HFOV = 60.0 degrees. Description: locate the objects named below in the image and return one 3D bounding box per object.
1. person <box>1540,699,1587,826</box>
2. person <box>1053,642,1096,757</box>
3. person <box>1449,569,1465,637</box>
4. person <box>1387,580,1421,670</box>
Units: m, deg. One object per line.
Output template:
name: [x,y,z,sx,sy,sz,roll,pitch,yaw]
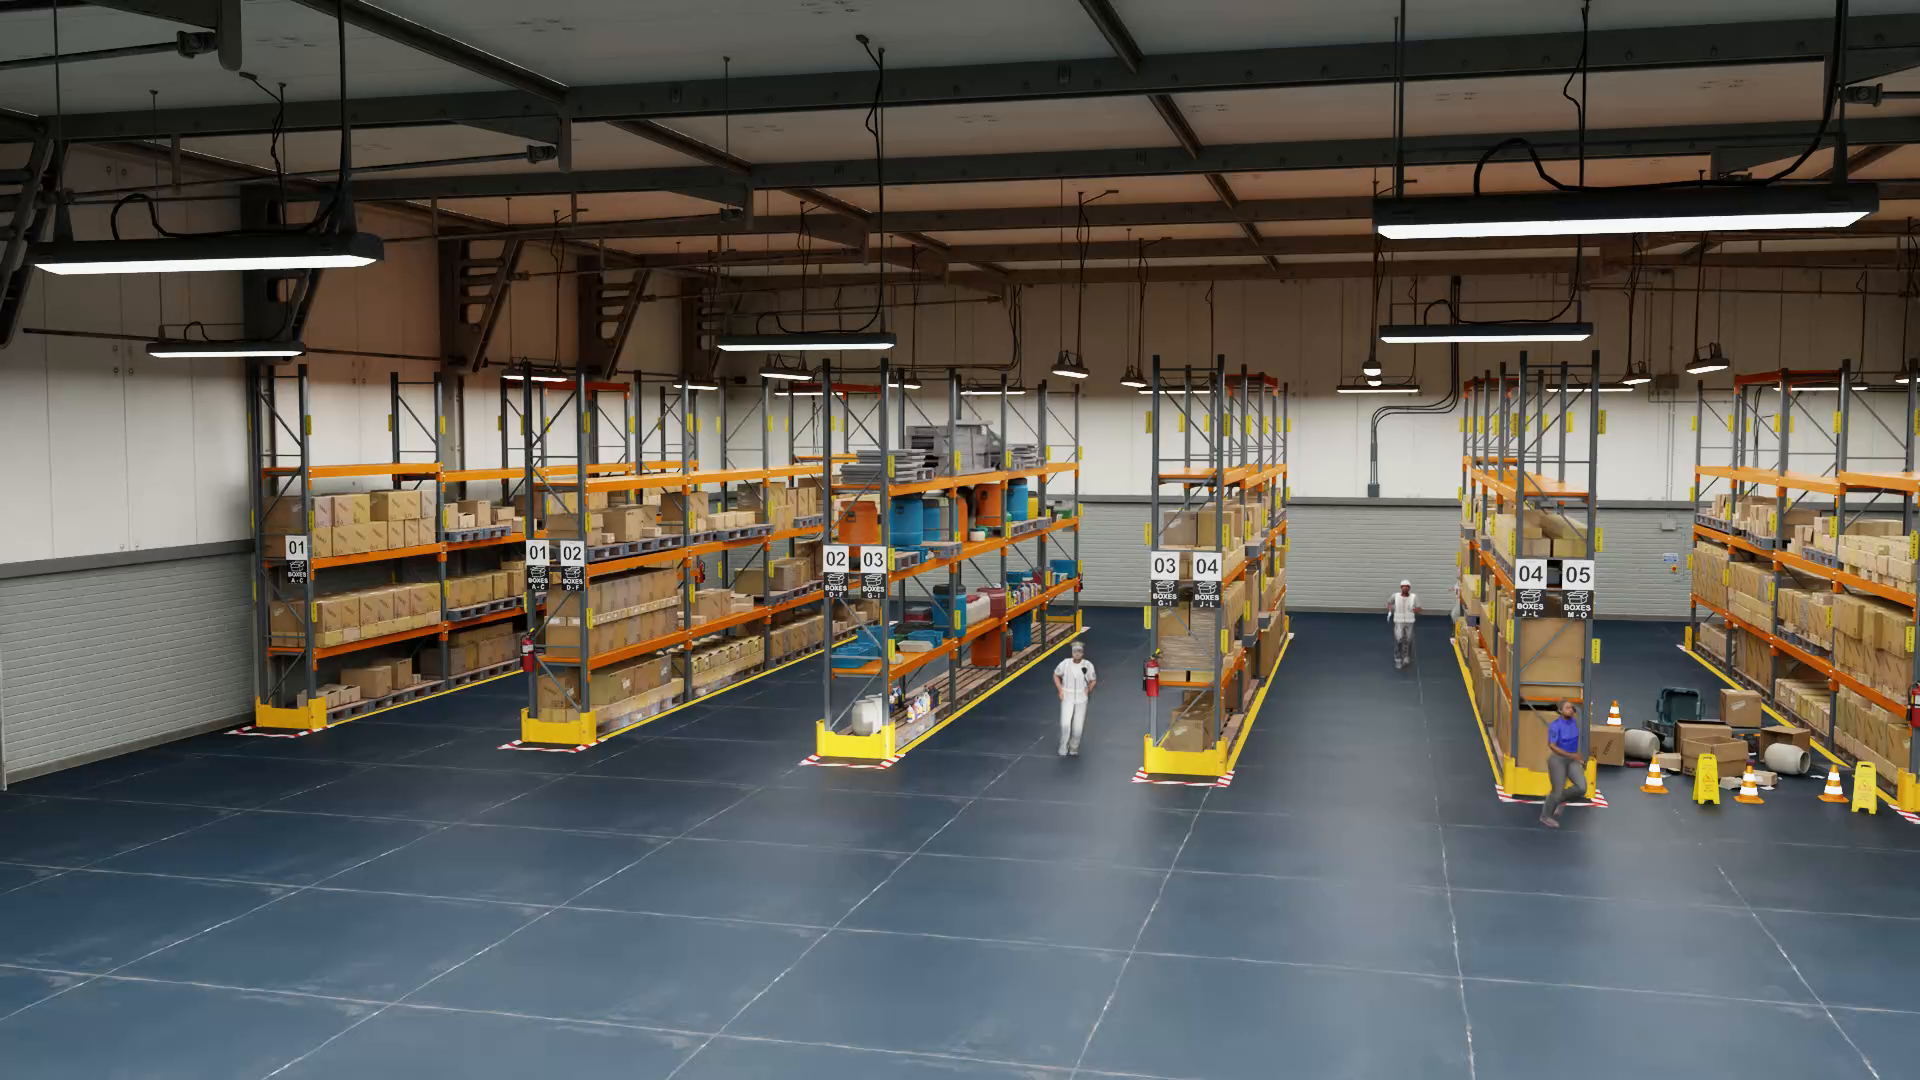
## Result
person: [7.543,2.774,20.657,0.601,1.610,0.678,-2,4,-25]
person: [1.731,2.408,25.058,0.640,1.766,0.640,0,4,2]
person: [11.894,1.502,39.294,0.680,1.683,0.669,1,4,13]
person: [9.174,1.743,34.353,0.663,1.848,0.785,1,4,10]
